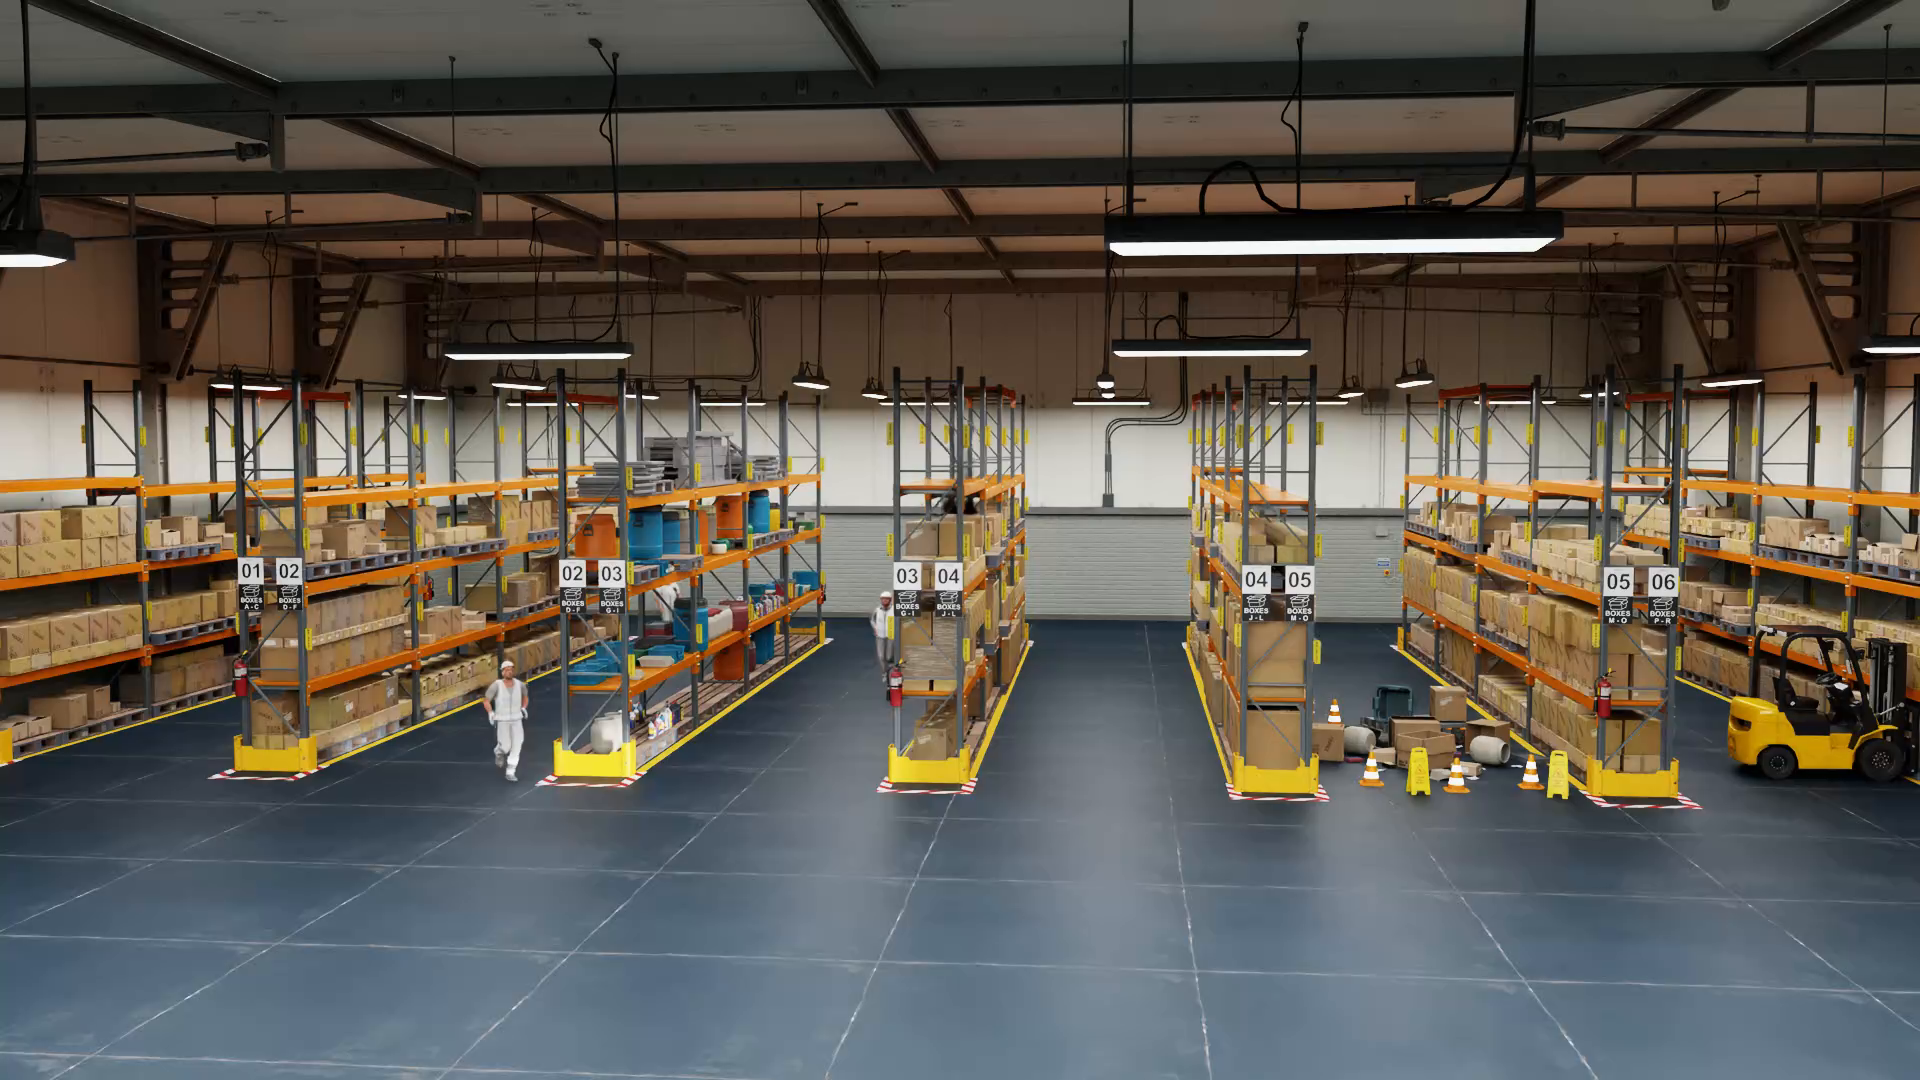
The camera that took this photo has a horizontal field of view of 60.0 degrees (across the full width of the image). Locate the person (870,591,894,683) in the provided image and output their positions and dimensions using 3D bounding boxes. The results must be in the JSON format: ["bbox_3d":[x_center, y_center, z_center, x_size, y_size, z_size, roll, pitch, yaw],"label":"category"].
[{"bbox_3d":[-1.421,1.861,32.086,0.660,1.746,0.599,0,4,7],"label":"person"}]

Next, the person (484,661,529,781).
[{"bbox_3d":[-6.608,2.628,24.311,0.658,1.742,0.632,-2,4,-31],"label":"person"}]

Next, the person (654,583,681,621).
[{"bbox_3d":[-7.044,1.649,40.215,0.671,1.740,0.539,-2,4,-26],"label":"person"}]
